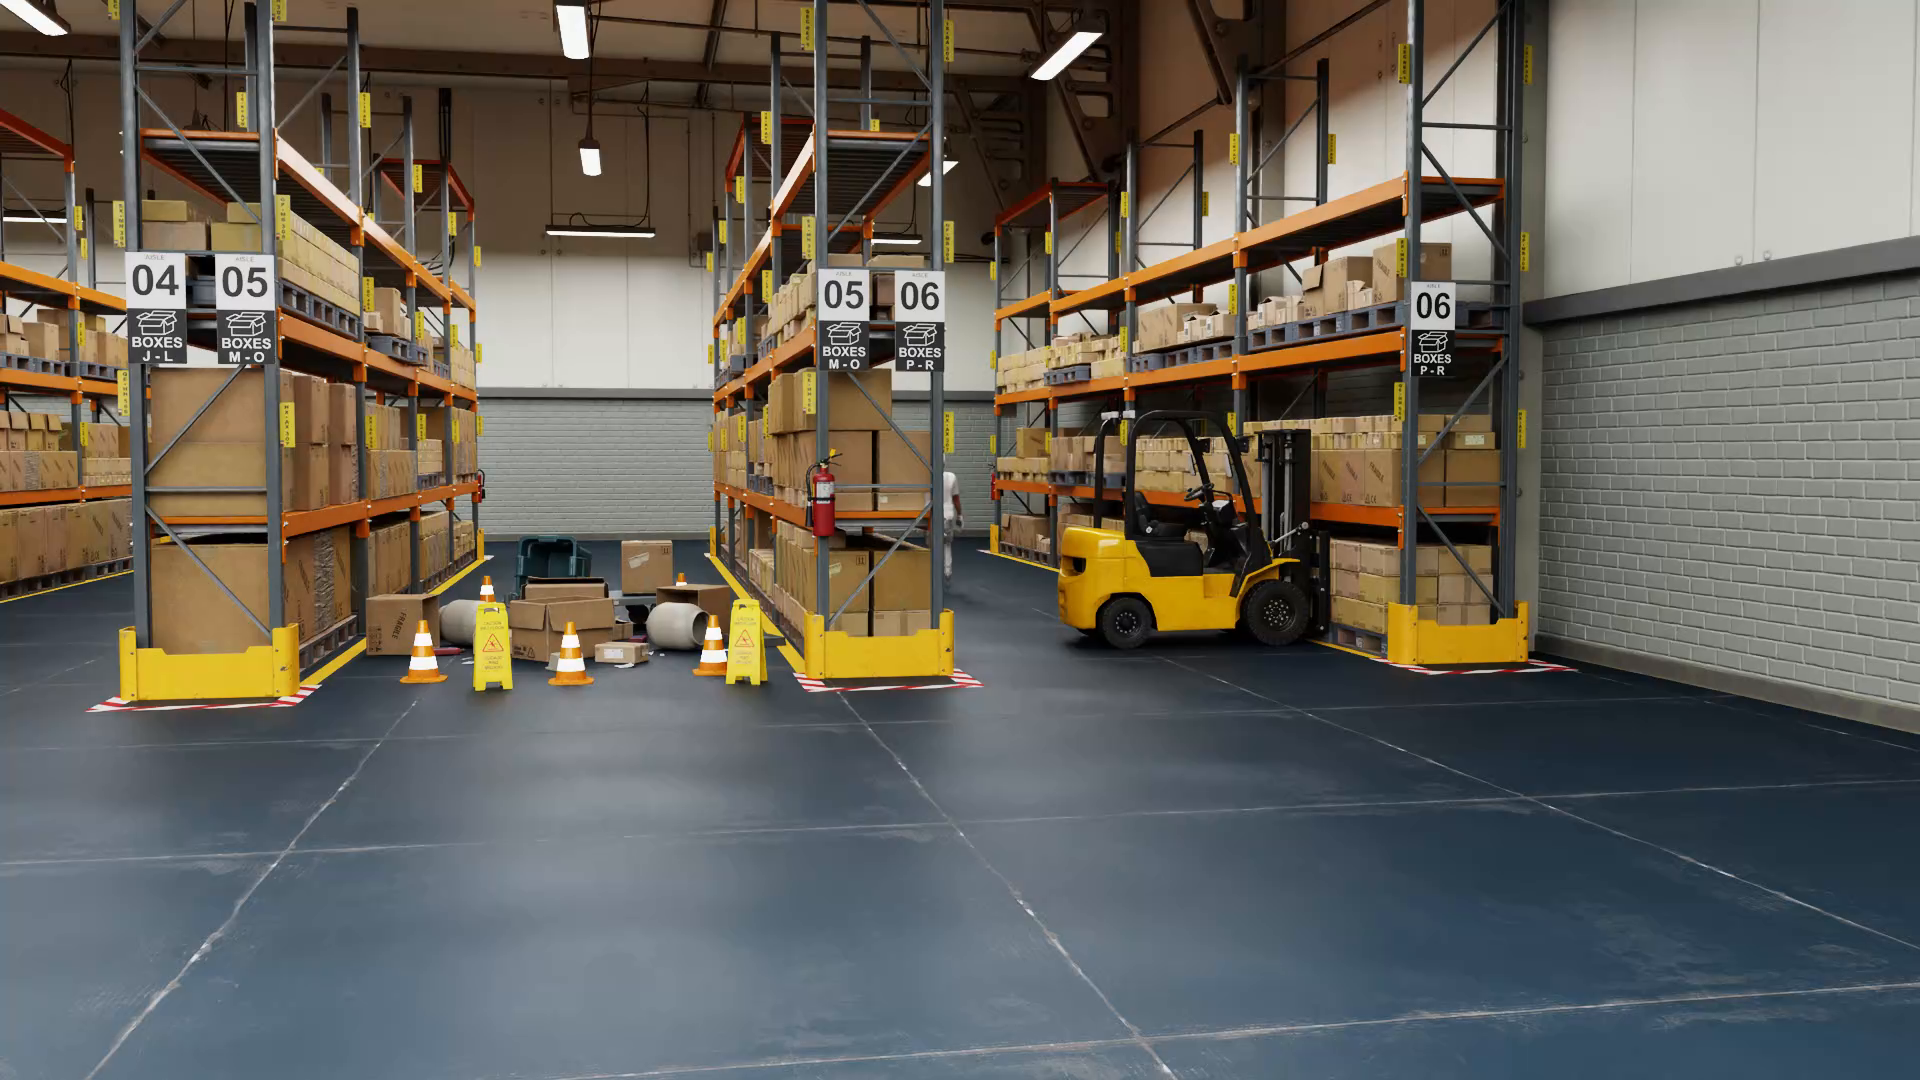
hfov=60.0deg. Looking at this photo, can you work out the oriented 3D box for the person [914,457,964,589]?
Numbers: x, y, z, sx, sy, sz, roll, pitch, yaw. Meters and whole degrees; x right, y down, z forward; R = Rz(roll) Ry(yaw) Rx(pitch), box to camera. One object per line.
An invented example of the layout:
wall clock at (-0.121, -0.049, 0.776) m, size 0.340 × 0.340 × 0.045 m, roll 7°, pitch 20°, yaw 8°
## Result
person at (-0.287, -0.255, 21.519) m, size 0.626 × 1.808 × 0.478 m, roll -1°, pitch 3°, yaw -12°
